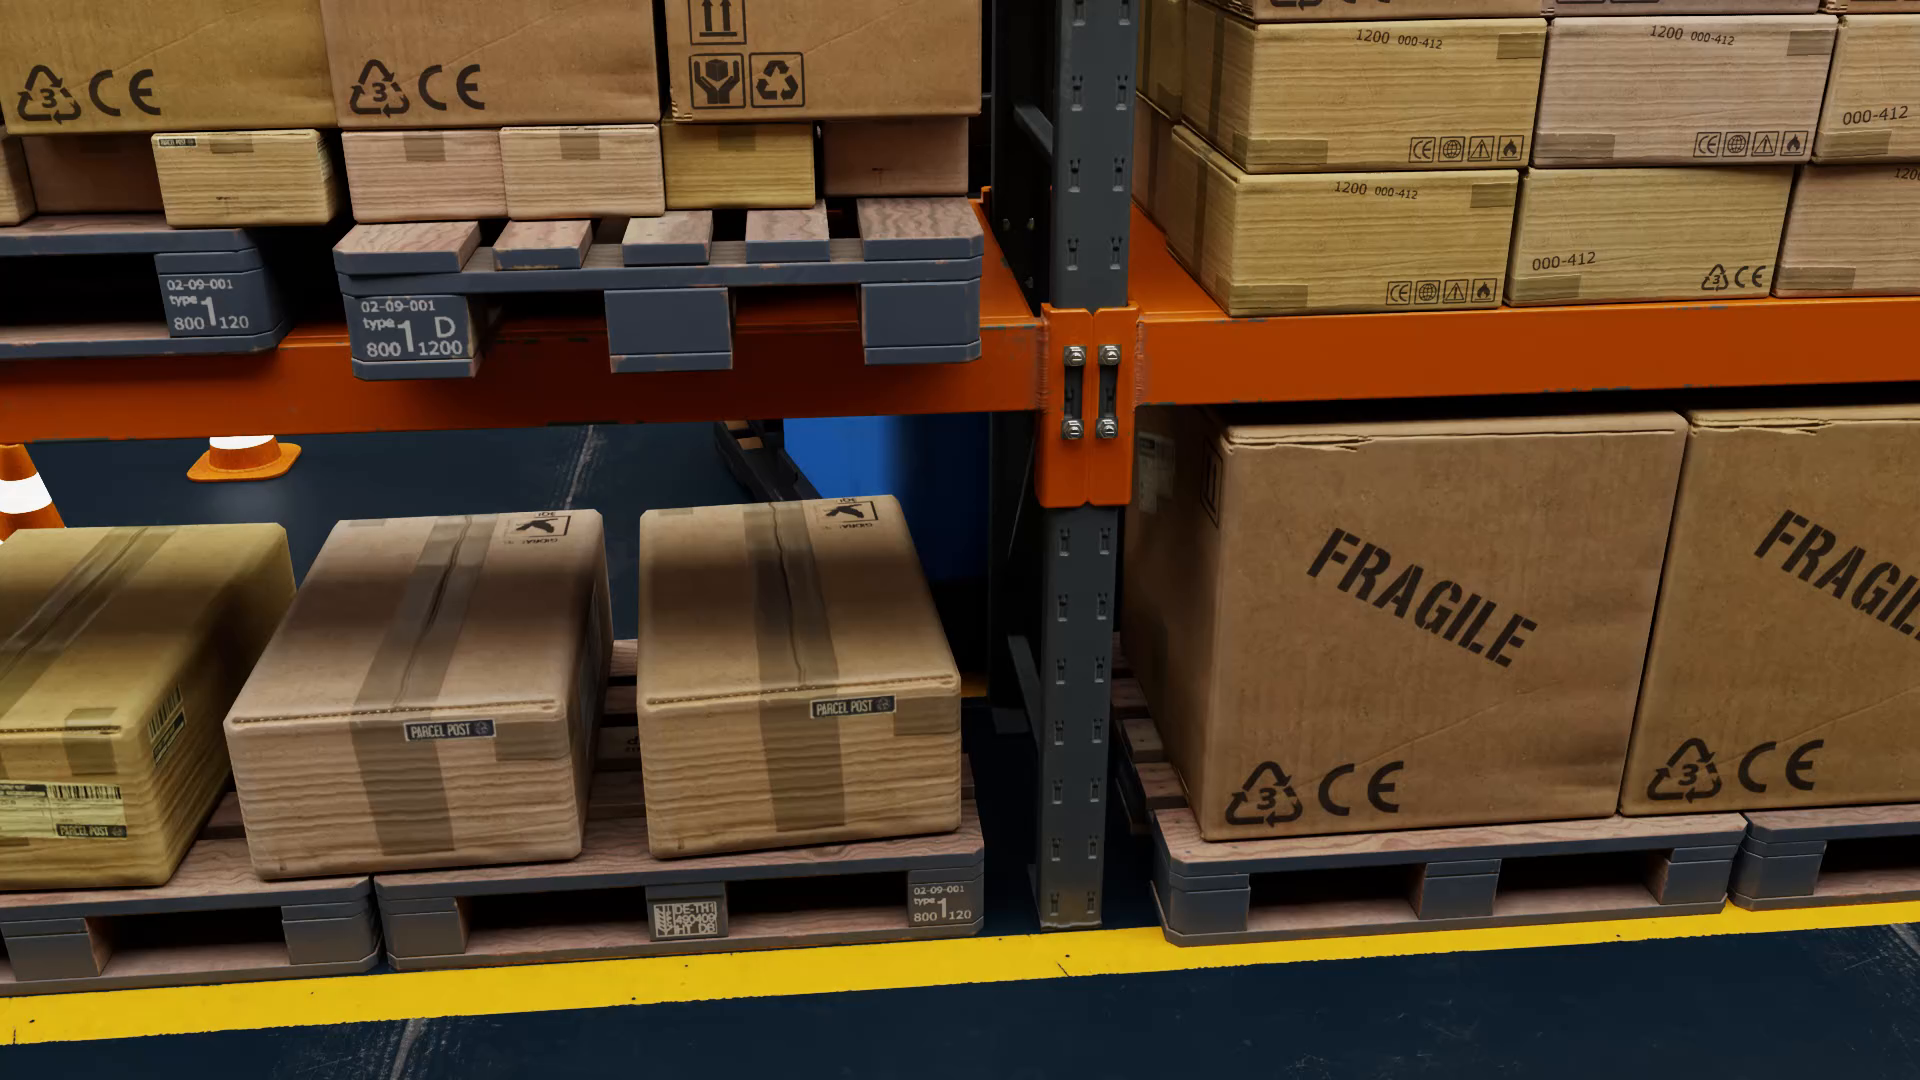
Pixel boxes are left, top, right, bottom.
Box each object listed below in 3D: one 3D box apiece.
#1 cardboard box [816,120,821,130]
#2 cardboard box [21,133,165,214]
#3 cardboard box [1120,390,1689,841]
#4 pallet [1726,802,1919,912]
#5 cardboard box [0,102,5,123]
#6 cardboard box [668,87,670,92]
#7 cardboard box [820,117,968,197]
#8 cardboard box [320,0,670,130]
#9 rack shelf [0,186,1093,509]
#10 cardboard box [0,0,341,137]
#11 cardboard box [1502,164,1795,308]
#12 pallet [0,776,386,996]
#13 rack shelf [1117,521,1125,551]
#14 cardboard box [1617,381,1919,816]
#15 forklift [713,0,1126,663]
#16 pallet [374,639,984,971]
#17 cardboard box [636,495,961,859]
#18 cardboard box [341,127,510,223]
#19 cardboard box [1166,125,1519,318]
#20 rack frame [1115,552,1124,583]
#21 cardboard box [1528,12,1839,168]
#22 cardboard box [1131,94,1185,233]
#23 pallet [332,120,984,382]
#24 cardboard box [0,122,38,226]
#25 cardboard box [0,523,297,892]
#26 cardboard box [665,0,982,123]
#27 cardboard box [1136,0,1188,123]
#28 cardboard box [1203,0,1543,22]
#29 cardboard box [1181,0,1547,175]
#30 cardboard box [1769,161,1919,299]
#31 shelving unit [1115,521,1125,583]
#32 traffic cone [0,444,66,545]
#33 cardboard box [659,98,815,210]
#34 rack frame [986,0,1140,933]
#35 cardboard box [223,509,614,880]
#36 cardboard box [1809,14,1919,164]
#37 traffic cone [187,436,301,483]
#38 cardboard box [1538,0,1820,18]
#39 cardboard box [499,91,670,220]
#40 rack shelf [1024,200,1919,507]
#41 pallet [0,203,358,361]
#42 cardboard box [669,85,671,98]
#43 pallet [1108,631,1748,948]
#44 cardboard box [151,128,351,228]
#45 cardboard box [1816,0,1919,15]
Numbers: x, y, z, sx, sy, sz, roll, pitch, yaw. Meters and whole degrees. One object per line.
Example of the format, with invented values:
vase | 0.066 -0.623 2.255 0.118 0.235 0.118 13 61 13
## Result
cardboard box | -0.161 -0.905 3.385 0.250 0.149 0.380 -4 24 -8
cardboard box | -1.414 -0.684 2.888 0.250 0.149 0.380 -2 24 -5
cardboard box | 0.877 0.019 3.612 0.875 0.875 0.875 -3 24 -6
pallet | 2.184 0.460 3.955 1.213 0.211 1.003 -2 24 -5
cardboard box | -1.803 -0.941 2.669 0.500 0.500 0.500 -3 24 -7
cardboard box | -0.722 -0.915 3.407 0.250 0.149 0.380 -4 24 -9
cardboard box | -0.122 -0.734 3.002 0.250 0.149 0.380 -1 24 -3
cardboard box | -0.757 -0.983 2.763 0.500 0.500 0.500 -3 24 -6
rack shelf | -1.809 -0.357 3.246 4.000 0.370 1.077 -2 24 -5
cardboard box | -1.259 -0.963 2.717 0.500 0.500 0.500 -4 24 -9
cardboard box | 1.202 -0.643 3.187 0.500 0.250 0.500 -3 24 -7
pallet | -1.808 0.587 3.670 1.213 0.211 1.003 -2 24 -5
rack shelf | 0.647 0.026 4.350 0.480 0.148 0.258 -10 27 -18
cardboard box | 1.765 -0.014 3.688 0.875 0.875 0.875 -2 24 -5
forklift | -0.219 -1.576 5.187 1.130 2.935 3.031 -9 25 -19
pallet | -0.597 0.539 3.777 1.213 0.211 1.003 -2 24 -5
cardboard box | -0.382 0.262 3.686 0.625 0.372 0.950 -4 24 -9
cardboard box | -0.879 -0.660 2.833 0.250 0.149 0.380 -3 24 -8
cardboard box | 0.693 -0.615 3.125 0.500 0.250 0.500 -3 24 -6
rack frame | 0.417 -0.175 4.157 0.015 1.200 0.240 -10 27 -18
cardboard box | 1.224 -0.866 3.075 0.500 0.250 0.500 -2 24 -4
cardboard box | 0.659 -0.822 3.591 0.500 0.250 0.500 -3 24 -7
pallet | -0.518 -0.606 3.157 1.003 0.211 1.213 -2 24 -5
cardboard box | -1.656 -0.641 2.790 0.250 0.149 0.380 -3 24 -7
cardboard box | -1.871 0.323 3.550 0.625 0.372 0.950 -2 24 -3
cardboard box | -0.244 -1.009 2.820 0.500 0.500 0.500 -3 24 -7
cardboard box | 0.638 -1.048 3.483 0.500 0.250 0.500 -2 24 -5
cardboard box | 0.696 -1.189 2.878 0.500 0.500 0.500 -3 24 -7
cardboard box | 0.710 -0.846 3.029 0.500 0.250 0.500 -2 24 -6
cardboard box | 1.725 -0.661 3.229 0.500 0.250 0.500 -2 24 -3
shelving unit | 0.645 -0.214 4.234 0.503 1.200 0.258 -10 27 -18
traffic cone | -2.703 -0.062 4.820 0.334 0.463 0.336 -2 24 -5
cardboard box | -0.382 -0.695 2.912 0.250 0.149 0.380 -2 24 -4
rack frame | 0.181 -0.766 3.279 0.127 3.000 1.000 -2 24 -5
cardboard box | -1.116 0.295 3.612 0.625 0.372 0.950 -3 24 -6
cardboard box | 1.721 -0.881 3.108 0.500 0.250 0.500 -2 24 -5
traffic cone | -2.513 -0.478 5.755 0.334 0.463 0.336 -2 24 -5
cardboard box | 1.189 -1.213 2.931 0.500 0.500 0.500 -2 24 -5
cardboard box | -0.628 -0.666 2.848 0.250 0.149 0.380 -2 24 -6
rack shelf | 2.171 -0.517 3.605 4.000 0.370 1.077 -2 24 -5
pallet | -1.785 -0.582 3.103 1.213 0.211 1.003 -2 24 -5
cardboard box | -1.021 -1.938 8.170 0.750 0.750 1.050 -3 24 -6
pallet | 0.973 0.508 3.848 1.213 0.211 1.003 -2 24 -5
cardboard box | -1.152 -0.643 2.796 0.250 0.149 0.380 -2 24 -4
cardboard box | 1.705 -1.227 2.964 0.500 0.500 0.500 -2 24 -4
